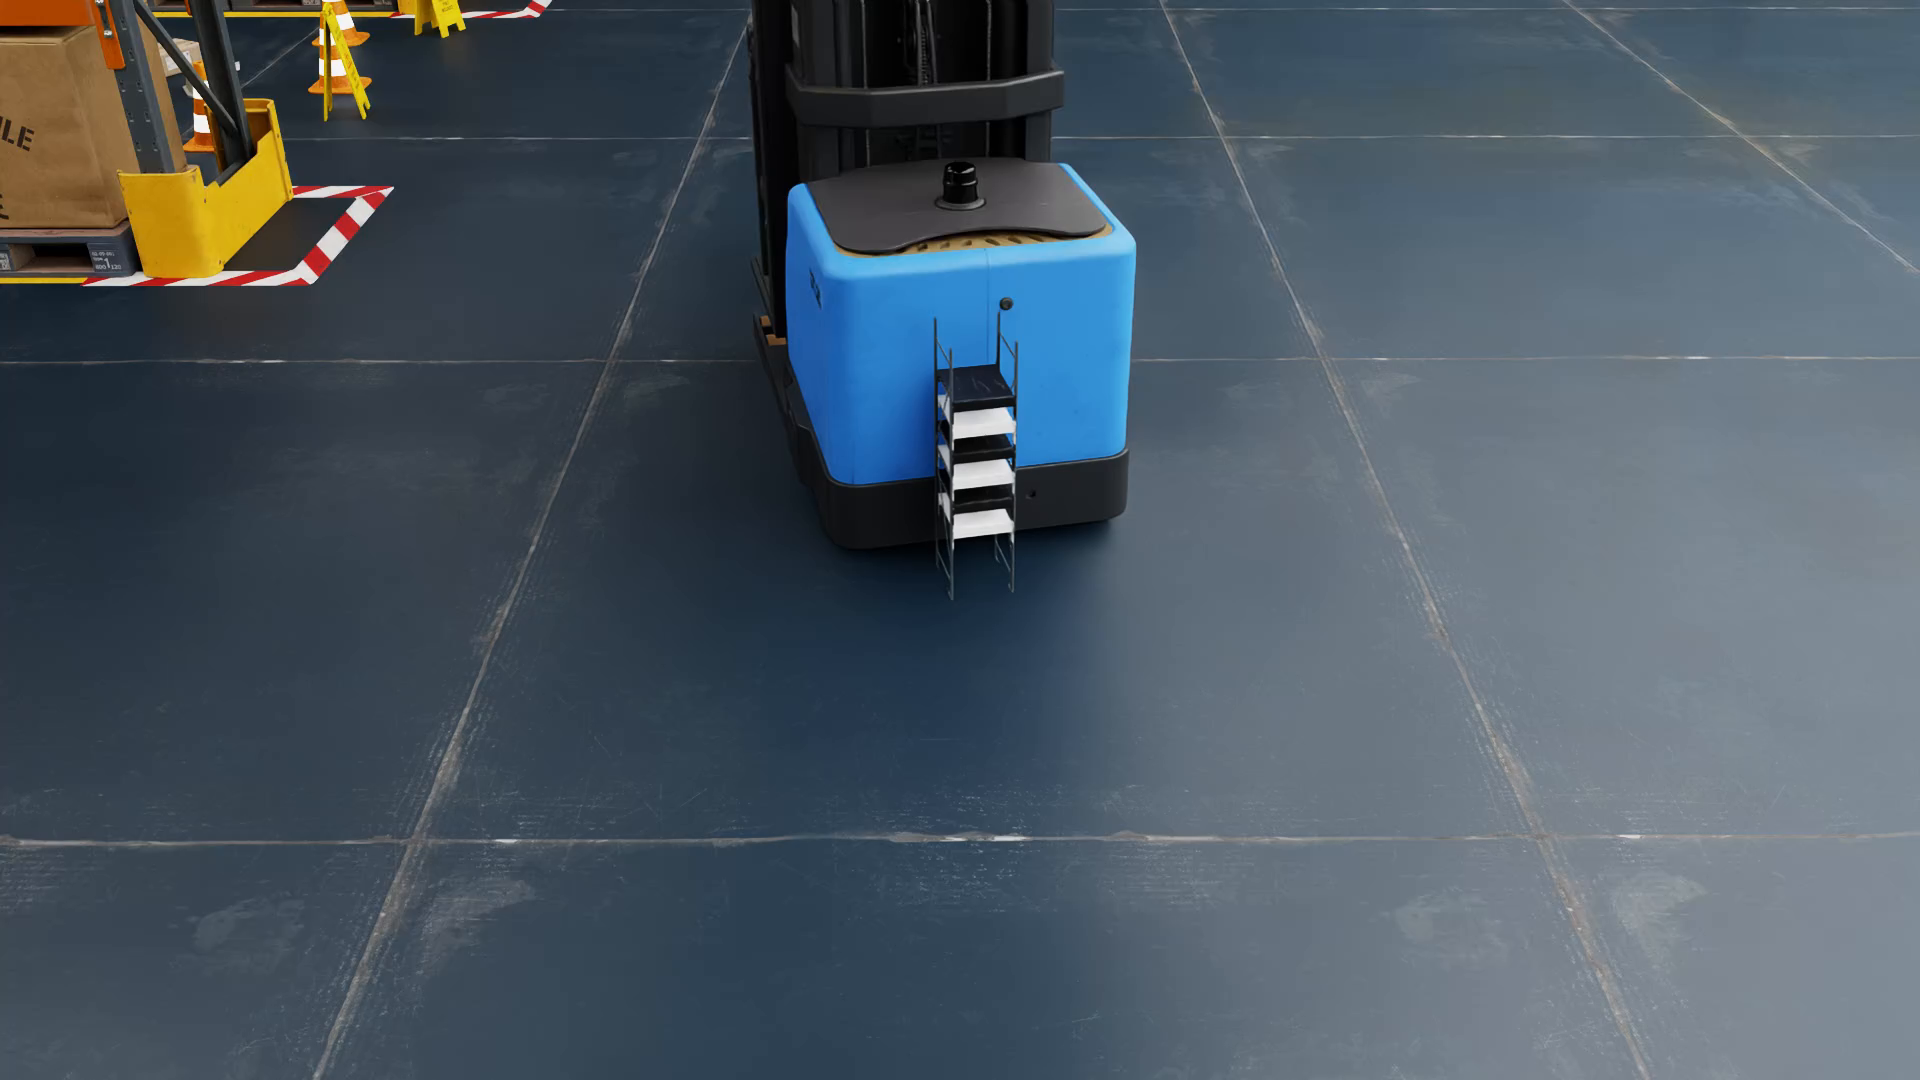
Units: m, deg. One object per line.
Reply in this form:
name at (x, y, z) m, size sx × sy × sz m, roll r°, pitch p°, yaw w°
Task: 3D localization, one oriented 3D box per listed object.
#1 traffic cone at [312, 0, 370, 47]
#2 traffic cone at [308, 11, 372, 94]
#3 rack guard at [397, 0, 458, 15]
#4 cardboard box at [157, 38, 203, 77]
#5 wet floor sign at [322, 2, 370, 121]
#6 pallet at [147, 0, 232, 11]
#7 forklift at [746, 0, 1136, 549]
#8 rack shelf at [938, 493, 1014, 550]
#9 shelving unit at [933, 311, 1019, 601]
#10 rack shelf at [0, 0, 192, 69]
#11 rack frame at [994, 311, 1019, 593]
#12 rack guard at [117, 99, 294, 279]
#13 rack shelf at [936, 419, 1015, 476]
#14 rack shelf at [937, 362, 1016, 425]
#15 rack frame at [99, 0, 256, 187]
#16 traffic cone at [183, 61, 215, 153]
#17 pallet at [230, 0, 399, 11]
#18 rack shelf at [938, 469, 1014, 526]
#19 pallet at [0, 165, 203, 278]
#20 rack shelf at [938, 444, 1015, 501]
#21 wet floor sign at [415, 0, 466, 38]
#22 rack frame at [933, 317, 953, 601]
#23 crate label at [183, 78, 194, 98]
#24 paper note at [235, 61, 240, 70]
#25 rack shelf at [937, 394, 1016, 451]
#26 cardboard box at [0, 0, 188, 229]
traffic cone at (-4.237, -3.619, 11.269) m, size 0.334 × 0.463 × 0.336 m, roll 0°, pitch 31°, yaw 0°
traffic cone at (-3.891, -3.045, 10.322) m, size 0.334 × 0.463 × 0.336 m, roll 0°, pitch 31°, yaw 0°
rack guard at (-3.891, -4.305, 12.364) m, size 0.348 × 0.500 × 1.175 m, roll 0°, pitch 31°, yaw 0°
cardboard box at (-5.113, -3.104, 10.722) m, size 0.250 × 0.149 × 0.380 m, roll 16°, pitch 35°, yaw 25°
wet floor sign at (-3.667, -2.828, 9.788) m, size 0.232 × 0.644 × 0.267 m, roll -5°, pitch 32°, yaw -9°
pallet at (-5.921, -4.195, 12.461) m, size 1.213 × 0.211 × 1.003 m, roll 0°, pitch 31°, yaw 0°
forklift at (-0.254, -1.975, 6.180) m, size 1.130 × 2.935 × 3.031 m, roll -7°, pitch 32°, yaw -11°
rack shelf at (0.046, -0.075, 5.417) m, size 0.200 × 0.077 × 0.258 m, roll -7°, pitch 32°, yaw -11°
shelving unit at (0.047, -0.257, 5.306) m, size 0.210 × 0.900 × 0.258 m, roll -7°, pitch 32°, yaw -11°
rack shelf at (-5.684, -2.493, 7.661) m, size 4.000 × 0.370 × 1.077 m, roll 0°, pitch 31°, yaw 0°
rack frame at (0.146, -0.269, 5.326) m, size 0.006 × 0.900 × 0.240 m, roll -7°, pitch 32°, yaw -11°
rack guard at (-3.660, -1.738, 8.133) m, size 0.348 × 0.500 × 1.175 m, roll 0°, pitch 31°, yaw 0°
rack shelf at (0.047, -0.306, 5.276) m, size 0.200 × 0.077 × 0.258 m, roll -7°, pitch 32°, yaw -11°
rack shelf at (0.047, -0.459, 5.182) m, size 0.200 × 0.077 × 0.258 m, roll -7°, pitch 32°, yaw -11°
rack frame at (-3.684, -2.807, 7.485) m, size 0.127 × 3.000 × 1.000 m, roll 0°, pitch 31°, yaw 0°
traffic cone at (-4.224, -2.457, 9.354) m, size 0.334 × 0.463 × 0.336 m, roll 0°, pitch 31°, yaw 0°
pallet at (-4.704, -4.198, 12.465) m, size 1.213 × 0.211 × 1.003 m, roll 0°, pitch 31°, yaw 0°
rack shelf at (0.047, -0.152, 5.370) m, size 0.200 × 0.077 × 0.258 m, roll -7°, pitch 32°, yaw -11°
pallet at (-4.483, -1.572, 8.137) m, size 1.213 × 0.211 × 1.003 m, roll 0°, pitch 31°, yaw 0°
rack shelf at (0.047, -0.229, 5.323) m, size 0.200 × 0.077 × 0.258 m, roll -7°, pitch 32°, yaw -11°
wet floor sign at (-3.619, -3.813, 11.413) m, size 0.232 × 0.644 × 0.267 m, roll 10°, pitch 33°, yaw 17°
rack frame at (-0.052, -0.245, 5.286) m, size 0.006 × 0.900 × 0.240 m, roll -7°, pitch 32°, yaw -11°
crate label at (-4.676, -2.871, 10.349) m, size 0.298 × 0.136 × 0.250 m, roll -17°, pitch 35°, yaw -26°
paper note at (-4.748, -3.069, 10.780) m, size 0.142 × 0.019 × 0.148 m, roll -11°, pitch 33°, yaw -17°
rack shelf at (0.047, -0.383, 5.229) m, size 0.200 × 0.077 × 0.258 m, roll -7°, pitch 32°, yaw -11°
cardboard box at (-4.362, -2.042, 7.867) m, size 0.875 × 0.875 × 0.875 m, roll 0°, pitch 31°, yaw 0°
